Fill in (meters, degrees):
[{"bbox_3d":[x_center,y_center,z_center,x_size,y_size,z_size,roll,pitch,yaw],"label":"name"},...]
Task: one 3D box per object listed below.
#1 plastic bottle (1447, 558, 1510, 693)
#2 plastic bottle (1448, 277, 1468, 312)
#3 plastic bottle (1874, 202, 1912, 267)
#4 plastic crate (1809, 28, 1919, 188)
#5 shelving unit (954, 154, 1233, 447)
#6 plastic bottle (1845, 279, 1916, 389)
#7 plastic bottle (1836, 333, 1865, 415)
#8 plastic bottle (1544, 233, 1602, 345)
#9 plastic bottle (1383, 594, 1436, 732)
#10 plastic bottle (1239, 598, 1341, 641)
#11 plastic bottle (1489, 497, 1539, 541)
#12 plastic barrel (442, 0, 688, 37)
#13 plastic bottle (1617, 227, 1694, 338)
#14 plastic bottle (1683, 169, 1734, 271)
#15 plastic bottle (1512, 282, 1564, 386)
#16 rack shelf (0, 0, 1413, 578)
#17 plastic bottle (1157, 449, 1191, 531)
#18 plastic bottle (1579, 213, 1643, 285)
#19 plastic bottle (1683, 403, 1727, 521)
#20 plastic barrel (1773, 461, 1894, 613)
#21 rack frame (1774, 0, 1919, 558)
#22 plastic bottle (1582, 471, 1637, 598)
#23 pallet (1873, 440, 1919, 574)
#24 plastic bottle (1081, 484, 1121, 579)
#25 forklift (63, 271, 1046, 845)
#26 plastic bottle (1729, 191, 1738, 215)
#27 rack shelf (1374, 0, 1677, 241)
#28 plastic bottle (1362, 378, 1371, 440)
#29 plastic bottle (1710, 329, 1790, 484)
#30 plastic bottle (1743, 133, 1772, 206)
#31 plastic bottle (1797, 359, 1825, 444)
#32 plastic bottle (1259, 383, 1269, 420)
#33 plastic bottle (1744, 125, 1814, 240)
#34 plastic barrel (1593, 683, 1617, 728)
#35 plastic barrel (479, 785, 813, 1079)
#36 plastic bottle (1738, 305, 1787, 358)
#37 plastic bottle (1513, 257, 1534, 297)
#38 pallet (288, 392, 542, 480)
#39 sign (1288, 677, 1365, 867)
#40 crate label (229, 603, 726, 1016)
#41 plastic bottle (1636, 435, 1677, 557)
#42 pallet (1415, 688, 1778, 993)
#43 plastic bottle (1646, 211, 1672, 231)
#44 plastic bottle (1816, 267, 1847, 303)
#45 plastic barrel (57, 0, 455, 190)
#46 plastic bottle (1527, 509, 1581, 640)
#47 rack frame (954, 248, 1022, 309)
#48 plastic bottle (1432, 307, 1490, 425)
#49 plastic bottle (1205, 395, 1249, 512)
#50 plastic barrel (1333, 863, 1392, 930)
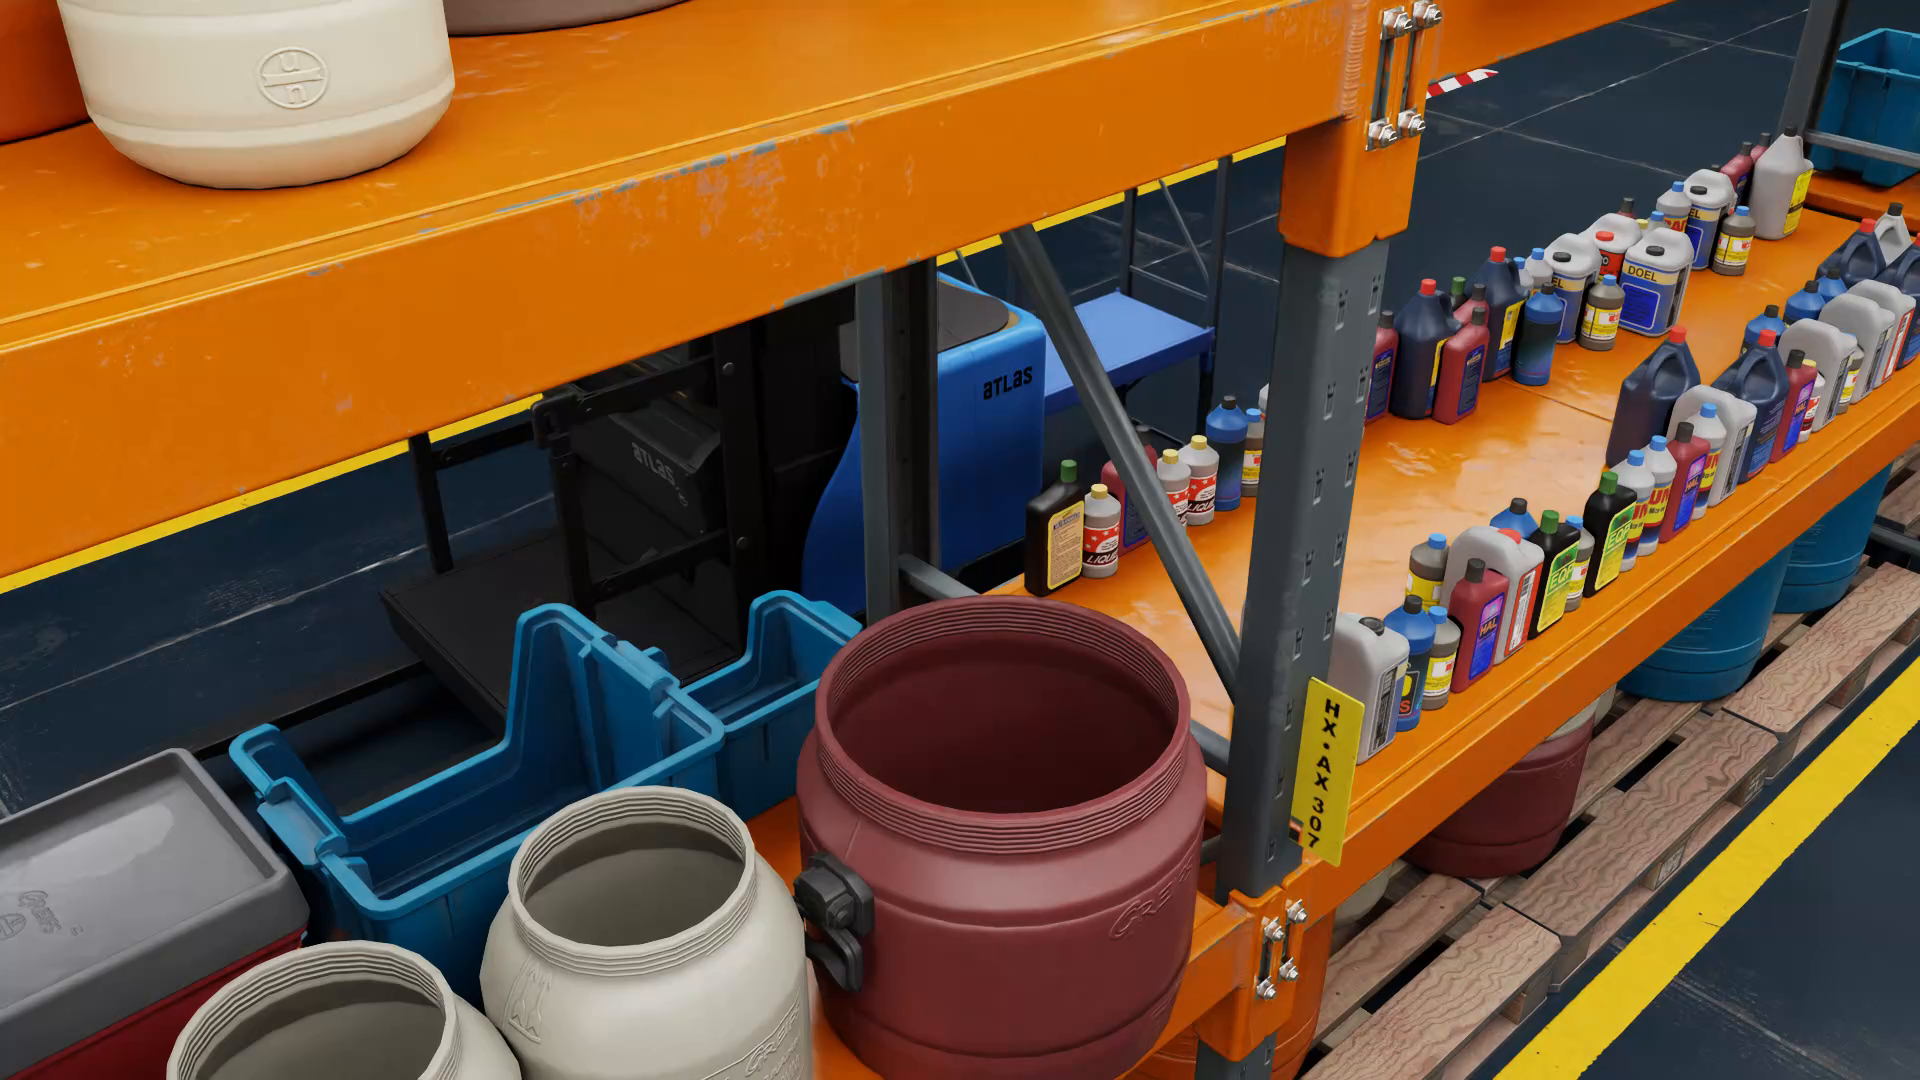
[{"bbox_3d":[1.004,0.151,3.240,0.133,0.283,0.061,-26,40,-35],"label":"plastic bottle"},{"bbox_3d":[1.273,-0.545,4.378,0.133,0.283,0.061,-26,40,-35],"label":"plastic bottle"},{"bbox_3d":[2.578,-0.772,4.684,0.185,0.351,0.144,-26,40,-35],"label":"plastic bottle"},{"bbox_3d":[3.238,-1.504,5.792,0.575,0.384,0.392,-26,40,-35],"label":"plastic crate"},{"bbox_3d":[0.421,-0.814,6.144,1.048,1.500,0.538,-24,39,-34],"label":"shelving unit"},{"bbox_3d":[2.421,-0.564,4.416,0.135,0.276,0.152,-26,40,-35],"label":"plastic bottle"},{"bbox_3d":[2.256,-0.433,4.273,0.097,0.201,0.097,0,31,0],"label":"plastic bottle"},{"bbox_3d":[1.680,-0.707,4.650,0.135,0.276,0.152,-26,40,-35],"label":"plastic bottle"},{"bbox_3d":[0.835,0.224,3.131,0.097,0.271,0.097,0,31,0],"label":"plastic bottle"},{"bbox_3d":[0.628,0.195,3.175,0.135,0.276,0.152,-26,40,-35],"label":"plastic bottle"},{"bbox_3d":[1.133,0.037,3.438,0.097,0.271,0.097,0,31,0],"label":"plastic bottle"},{"bbox_3d":[-0.555,-1.055,1.745,0.600,0.901,0.600,0,31,0],"label":"plastic barrel"},{"bbox_3d":[1.954,-0.731,4.689,0.135,0.276,0.152,-26,40,-35],"label":"plastic bottle"},{"bbox_3d":[2.261,-0.988,5.109,0.135,0.276,0.152,-26,40,-35],"label":"plastic bottle"},{"bbox_3d":[1.532,-0.550,4.397,0.097,0.271,0.097,0,31,0],"label":"plastic bottle"},{"bbox_3d":[-1.272,-0.033,1.244,4.000,0.370,1.077,-26,40,-35],"label":"rack shelf"},{"bbox_3d":[0.467,-0.108,3.741,0.097,0.201,0.097,0,31,0],"label":"plastic bottle"},{"bbox_3d":[1.850,-0.789,4.784,0.135,0.276,0.152,-26,40,-35],"label":"plastic bottle"},{"bbox_3d":[1.682,-0.185,3.801,0.097,0.271,0.097,0,31,0],"label":"plastic bottle"},{"bbox_3d":[2.717,-0.286,5.452,0.708,0.901,0.600,-26,40,-35],"label":"plastic barrel"},{"bbox_3d":[3.128,-1.189,5.319,0.127,3.000,1.000,-26,40,-35],"label":"rack frame"},{"bbox_3d":[1.369,-0.026,3.529,0.133,0.283,0.061,-26,40,-35],"label":"plastic bottle"},{"bbox_3d":[3.641,-0.275,6.497,1.213,0.211,1.003,-26,40,-35],"label":"pallet"},{"bbox_3d":[0.298,-0.026,3.608,0.097,0.201,0.097,0,31,0],"label":"plastic bottle"},{"bbox_3d":[-1.155,-0.738,4.647,3.031,2.935,1.130,-24,39,-34],"label":"forklift"},{"bbox_3d":[2.399,-1.042,5.269,0.097,0.201,0.097,0,31,0],"label":"plastic bottle"},{"bbox_3d":[1.661,-1.452,3.564,4.000,0.370,1.077,-26,40,-35],"label":"rack shelf"},{"bbox_3d":[0.967,-0.350,4.137,0.097,0.201,0.097,0,31,0],"label":"plastic bottle"},{"bbox_3d":[1.868,-0.326,3.955,0.185,0.351,0.144,-26,40,-35],"label":"plastic bottle"},{"bbox_3d":[2.569,-1.172,5.404,0.133,0.283,0.061,-26,40,-35],"label":"plastic bottle"},{"bbox_3d":[2.086,-0.351,4.139,0.097,0.201,0.097,0,31,0],"label":"plastic bottle"},{"bbox_3d":[0.753,-0.276,3.949,0.097,0.271,0.097,0,31,0],"label":"plastic bottle"},{"bbox_3d":[2.620,-1.153,5.307,0.185,0.351,0.144,-26,40,-35],"label":"plastic bottle"},{"bbox_3d":[1.723,0.297,4.871,0.421,0.512,0.421,0,31,0],"label":"plastic barrel"},{"bbox_3d":[-0.414,0.629,2.239,0.421,0.512,0.421,0,31,0],"label":"plastic barrel"},{"bbox_3d":[2.054,-0.473,4.272,0.097,0.271,0.097,0,31,0],"label":"plastic bottle"},{"bbox_3d":[1.505,-0.640,4.544,0.097,0.271,0.097,0,31,0],"label":"plastic bottle"},{"bbox_3d":[-2.597,-0.727,7.237,1.213,0.211,1.003,-26,40,-35],"label":"pallet"},{"bbox_3d":[0.574,0.368,2.616,0.005,0.325,0.100,-26,40,-35],"label":"sign"},{"bbox_3d":[-0.718,0.464,2.582,0.616,0.435,0.502,-26,40,-35],"label":"crate label"},{"bbox_3d":[1.513,-0.103,3.667,0.097,0.271,0.097,0,31,0],"label":"plastic bottle"},{"bbox_3d":[1.639,0.693,4.914,1.213,0.211,1.003,-26,40,-35],"label":"pallet"},{"bbox_3d":[2.086,-0.891,5.022,0.097,0.201,0.097,0,31,0],"label":"plastic bottle"},{"bbox_3d":[2.322,-0.603,4.484,0.097,0.271,0.097,0,31,0],"label":"plastic bottle"},{"bbox_3d":[-0.579,-0.450,1.369,0.301,0.262,0.301,0,31,0],"label":"plastic barrel"},{"bbox_3d":[1.200,0.056,3.395,0.133,0.283,0.061,-26,40,-35],"label":"plastic bottle"},{"bbox_3d":[0.034,-0.642,5.863,0.032,1.500,0.500,-24,39,-34],"label":"rack frame"},{"bbox_3d":[1.273,-0.443,4.211,0.133,0.283,0.061,-26,40,-35],"label":"plastic bottle"},{"bbox_3d":[0.610,-0.207,3.836,0.097,0.271,0.097,0,31,0],"label":"plastic bottle"},{"bbox_3d":[0.895,0.698,4.216,0.421,0.512,0.421,0,31,0],"label":"plastic barrel"}]
